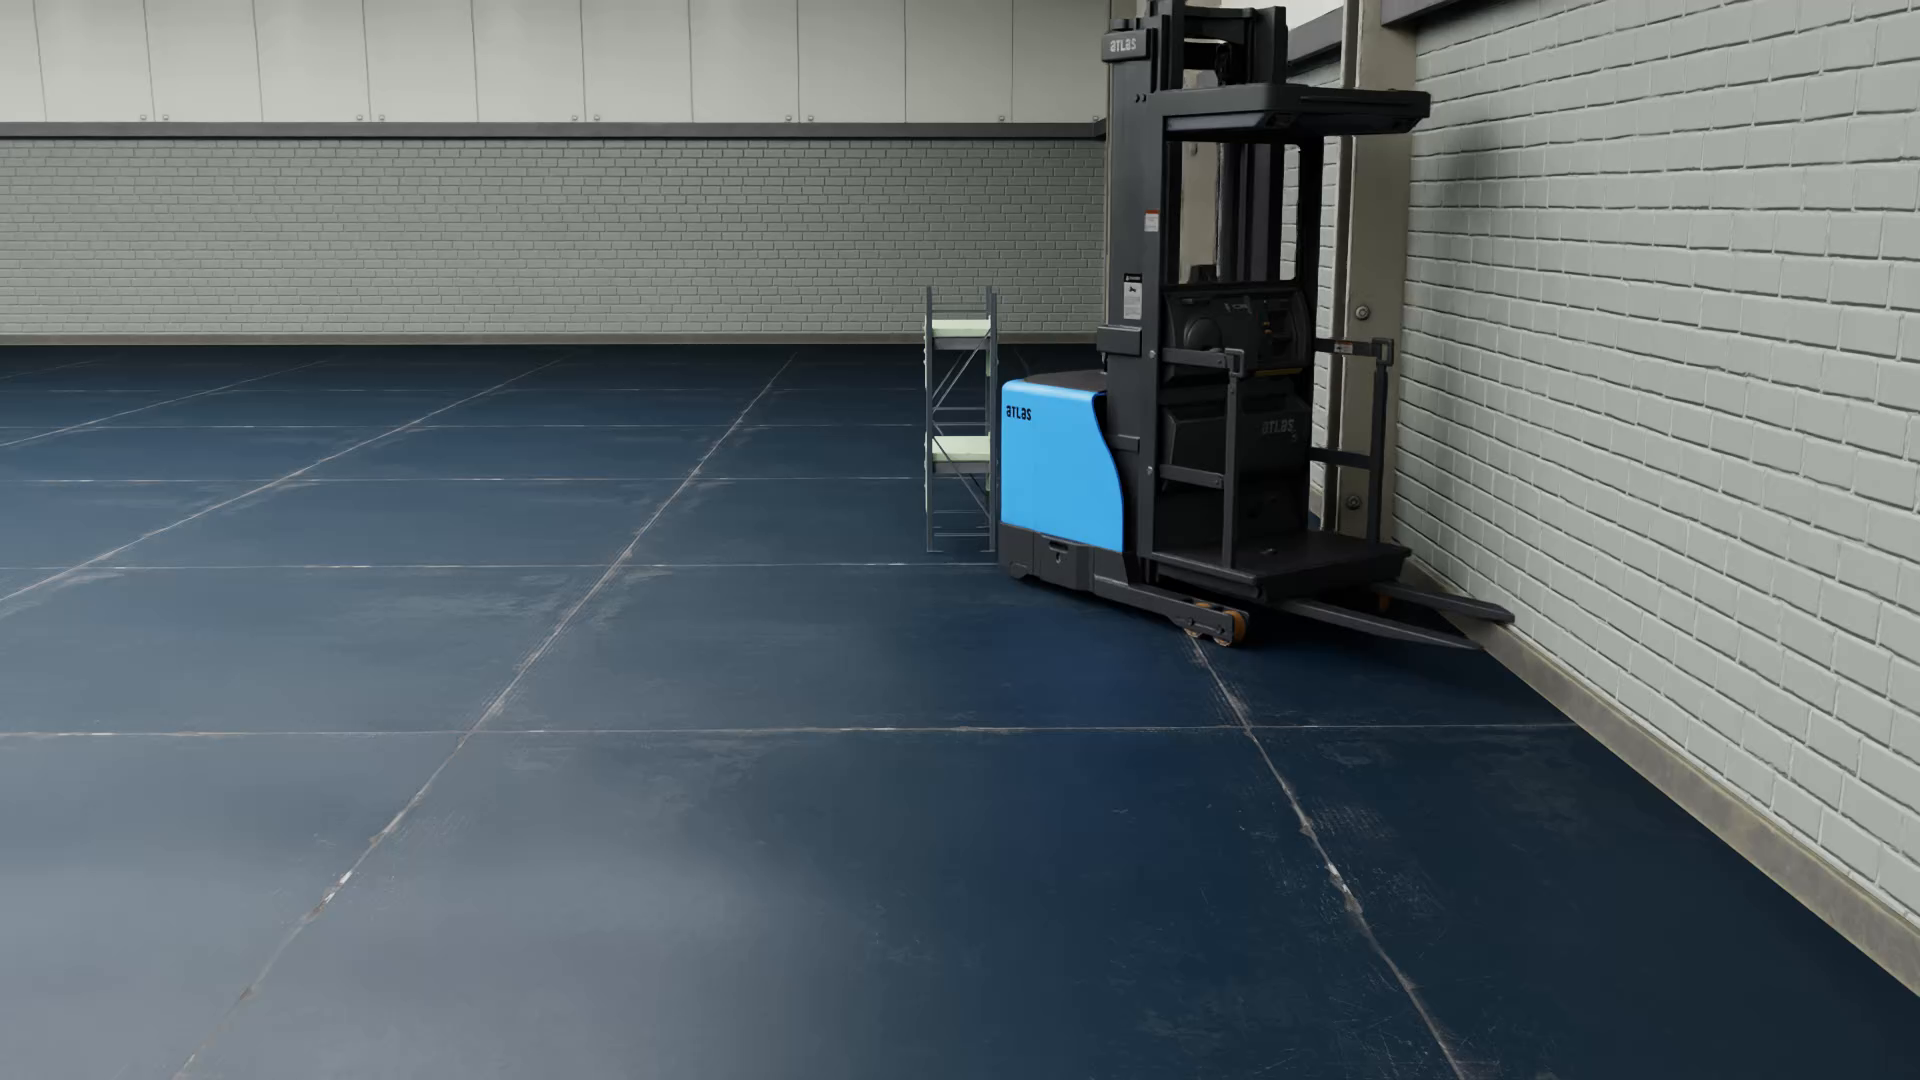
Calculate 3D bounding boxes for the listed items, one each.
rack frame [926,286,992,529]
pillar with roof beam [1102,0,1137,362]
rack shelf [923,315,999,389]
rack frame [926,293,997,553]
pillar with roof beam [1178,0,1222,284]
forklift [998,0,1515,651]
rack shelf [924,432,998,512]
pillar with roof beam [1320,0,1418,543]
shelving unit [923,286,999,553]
[{"bbox_3d":[-0.008,-0.809,10.275,0.400,1.500,0.023,0,11,-1],"label":"rack frame"},{"bbox_3d":[-2.315,-6.651,20.212,9.100,9.000,0.400,0,11,-1],"label":"pillar with roof beam"},{"bbox_3d":[0.000,-1.119,9.839,0.431,0.370,0.720,0,11,-1],"label":"rack shelf"},{"bbox_3d":[0.007,-0.664,9.558,0.400,1.500,0.023,0,11,-1],"label":"rack frame"},{"bbox_3d":[-2.191,-5.459,14.333,9.100,9.000,0.400,0,11,-1],"label":"pillar with roof beam"},{"bbox_3d":[1.477,-1.057,7.896,1.130,2.935,3.031,-8,14,-35],"label":"forklift"},{"bbox_3d":[0.000,-0.417,9.981,0.431,0.370,0.720,0,11,-1],"label":"rack shelf"},{"bbox_3d":[-2.067,-4.266,8.454,9.100,9.000,0.400,0,11,-1],"label":"pillar with roof beam"},{"bbox_3d":[0.000,-0.736,9.917,0.431,1.500,0.755,0,11,-1],"label":"shelving unit"}]
